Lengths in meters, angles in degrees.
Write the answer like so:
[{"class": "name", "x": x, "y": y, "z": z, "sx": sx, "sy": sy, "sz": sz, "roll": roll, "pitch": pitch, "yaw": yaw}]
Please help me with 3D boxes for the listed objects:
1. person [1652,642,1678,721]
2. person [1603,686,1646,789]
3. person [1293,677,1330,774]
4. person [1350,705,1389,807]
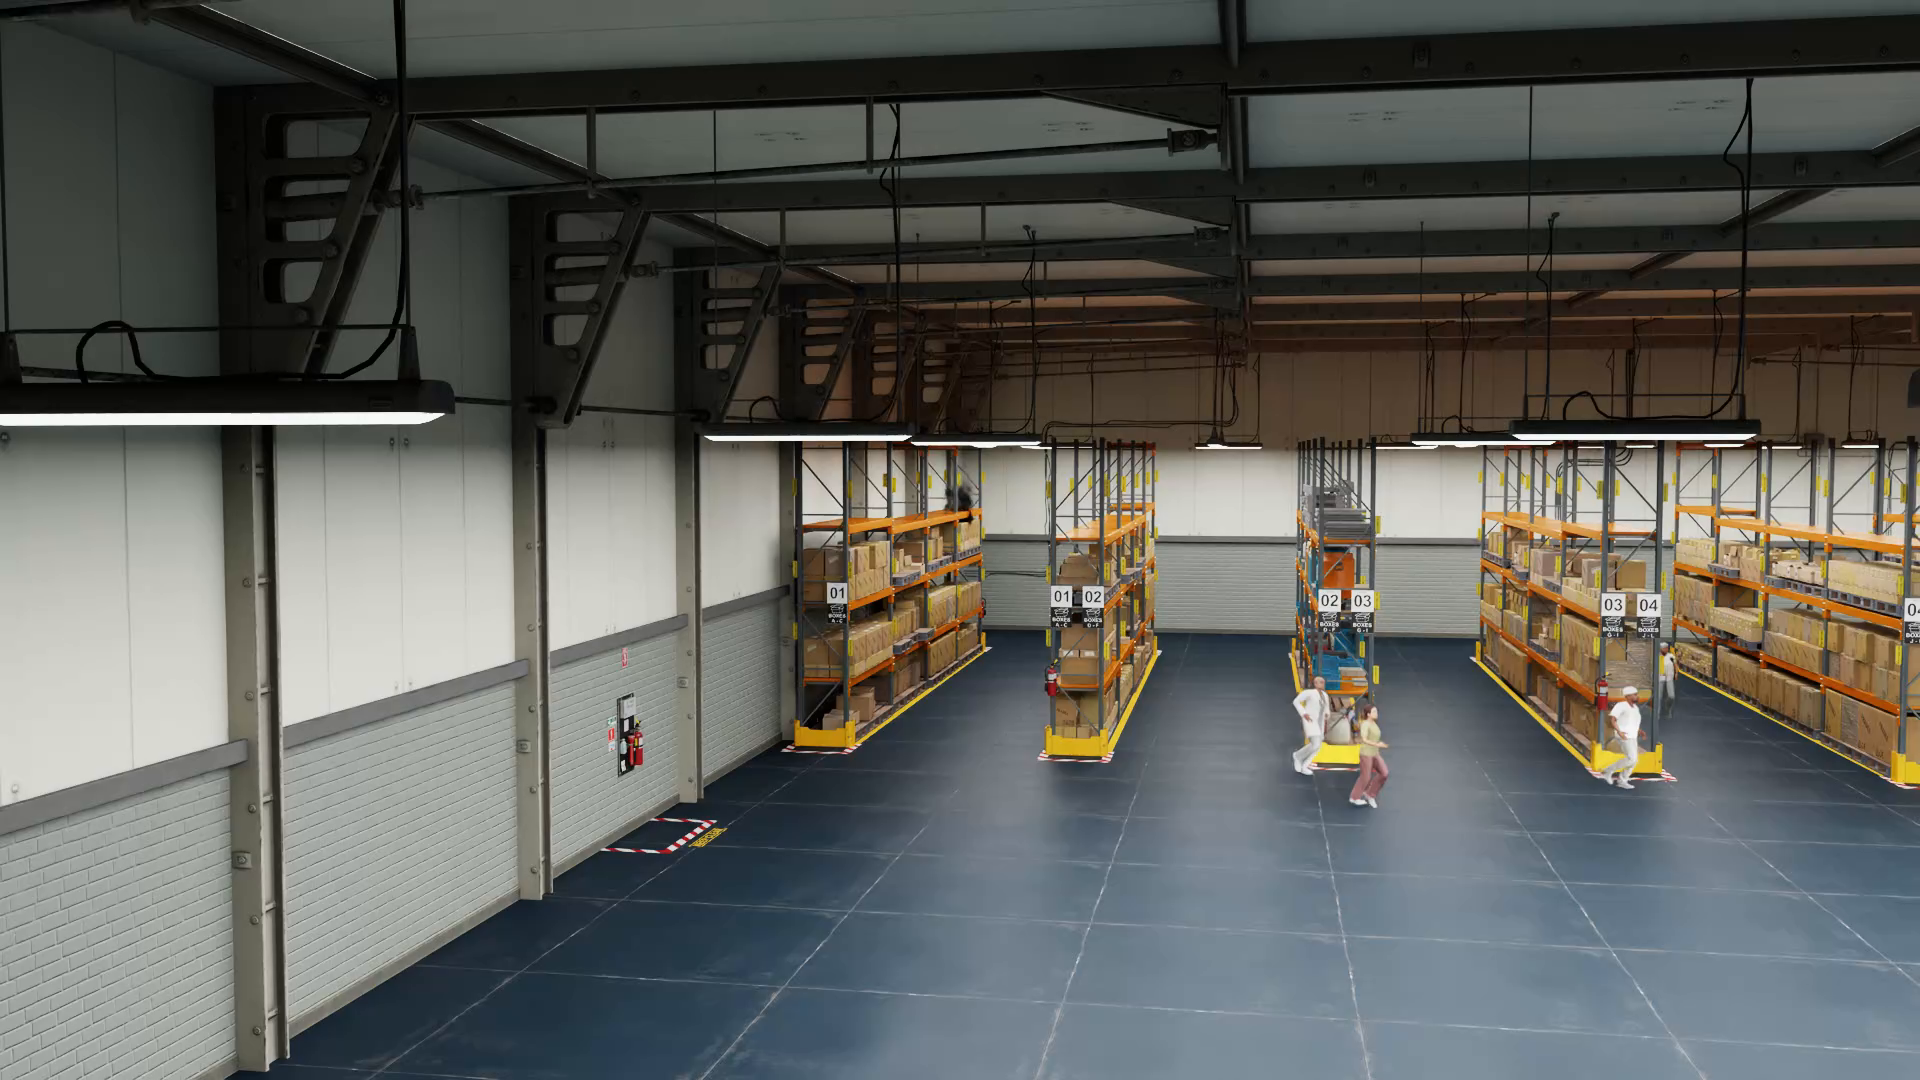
[{"class": "person", "x": 15.060, "y": 3.034, "z": 35.545, "sx": 0.622, "sy": 1.705, "sz": 0.689, "roll": 0, "pitch": 3, "yaw": 7}, {"class": "person", "x": 11.401, "y": 3.359, "z": 28.448, "sx": 0.715, "sy": 1.715, "sz": 0.570, "roll": -3, "pitch": 4, "yaw": -44}, {"class": "person", "x": 6.320, "y": 3.297, "z": 29.583, "sx": 0.703, "sy": 1.713, "sz": 0.582, "roll": -2, "pitch": 4, "yaw": -36}, {"class": "person", "x": 6.608, "y": 3.483, "z": 26.778, "sx": 0.664, "sy": 1.688, "sz": 0.594, "roll": 2, "pitch": 4, "yaw": 39}]
